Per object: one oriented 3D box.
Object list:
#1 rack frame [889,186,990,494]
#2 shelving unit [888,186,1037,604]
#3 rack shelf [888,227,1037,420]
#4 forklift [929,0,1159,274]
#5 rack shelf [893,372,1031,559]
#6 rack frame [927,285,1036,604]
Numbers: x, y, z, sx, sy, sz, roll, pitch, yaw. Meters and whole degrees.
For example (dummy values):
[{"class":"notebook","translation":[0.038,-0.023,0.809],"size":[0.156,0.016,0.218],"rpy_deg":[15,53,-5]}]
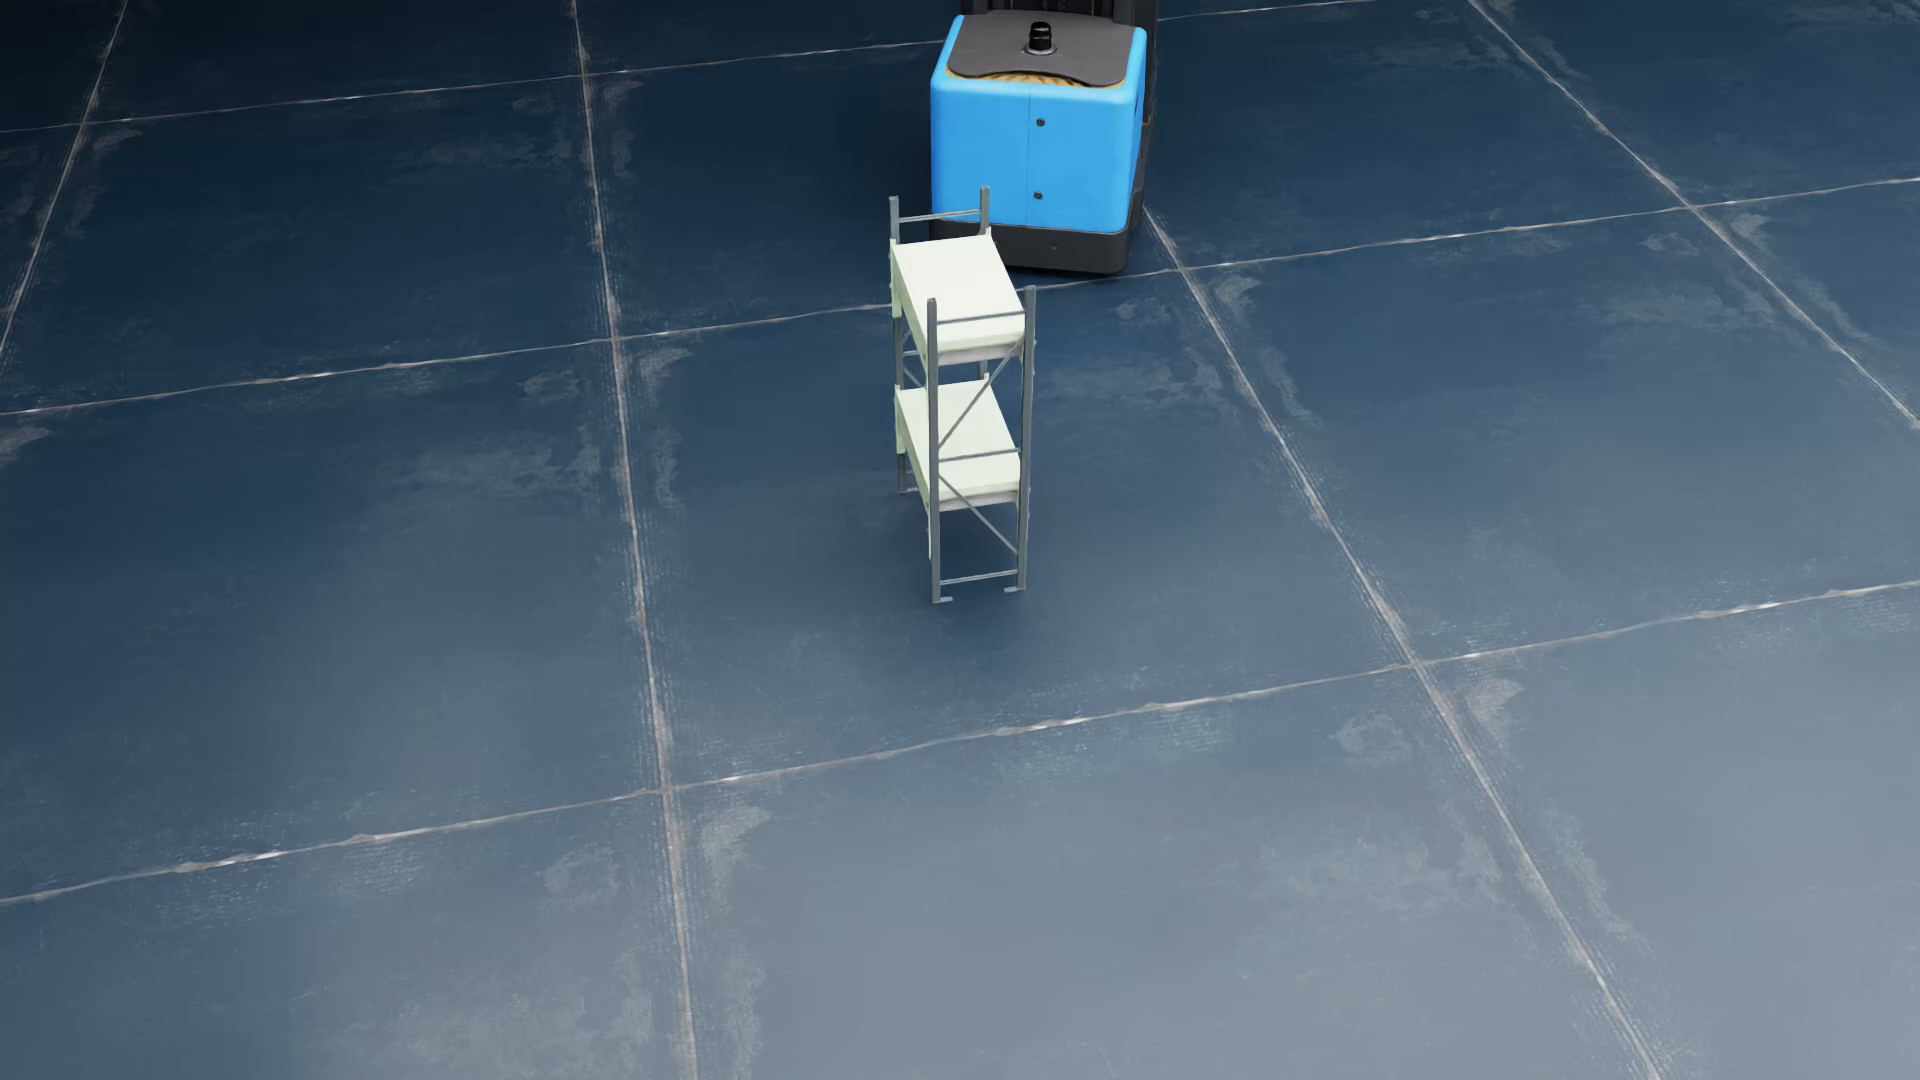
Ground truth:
[{"class":"rack frame","translation":[-0.080,-0.802,7.024],"size":[0.400,1.500,0.023],"rpy_deg":[-8,42,-9]},{"class":"shelving unit","translation":[-0.001,-0.565,6.757],"size":[0.431,1.500,0.755],"rpy_deg":[-8,42,-9]},{"class":"rack shelf","translation":[-0.001,-0.857,6.498],"size":[0.431,0.370,0.720],"rpy_deg":[-8,42,-9]},{"class":"forklift","translation":[0.582,-3.475,8.957],"size":[1.130,2.935,3.031],"rpy_deg":[6,42,7]},{"class":"rack shelf","translation":[-0.001,-0.321,6.973],"size":[0.431,0.370,0.720],"rpy_deg":[-8,42,-9]},{"class":"rack frame","translation":[0.078,-0.328,6.490],"size":[0.400,1.500,0.023],"rpy_deg":[-8,42,-9]}]
